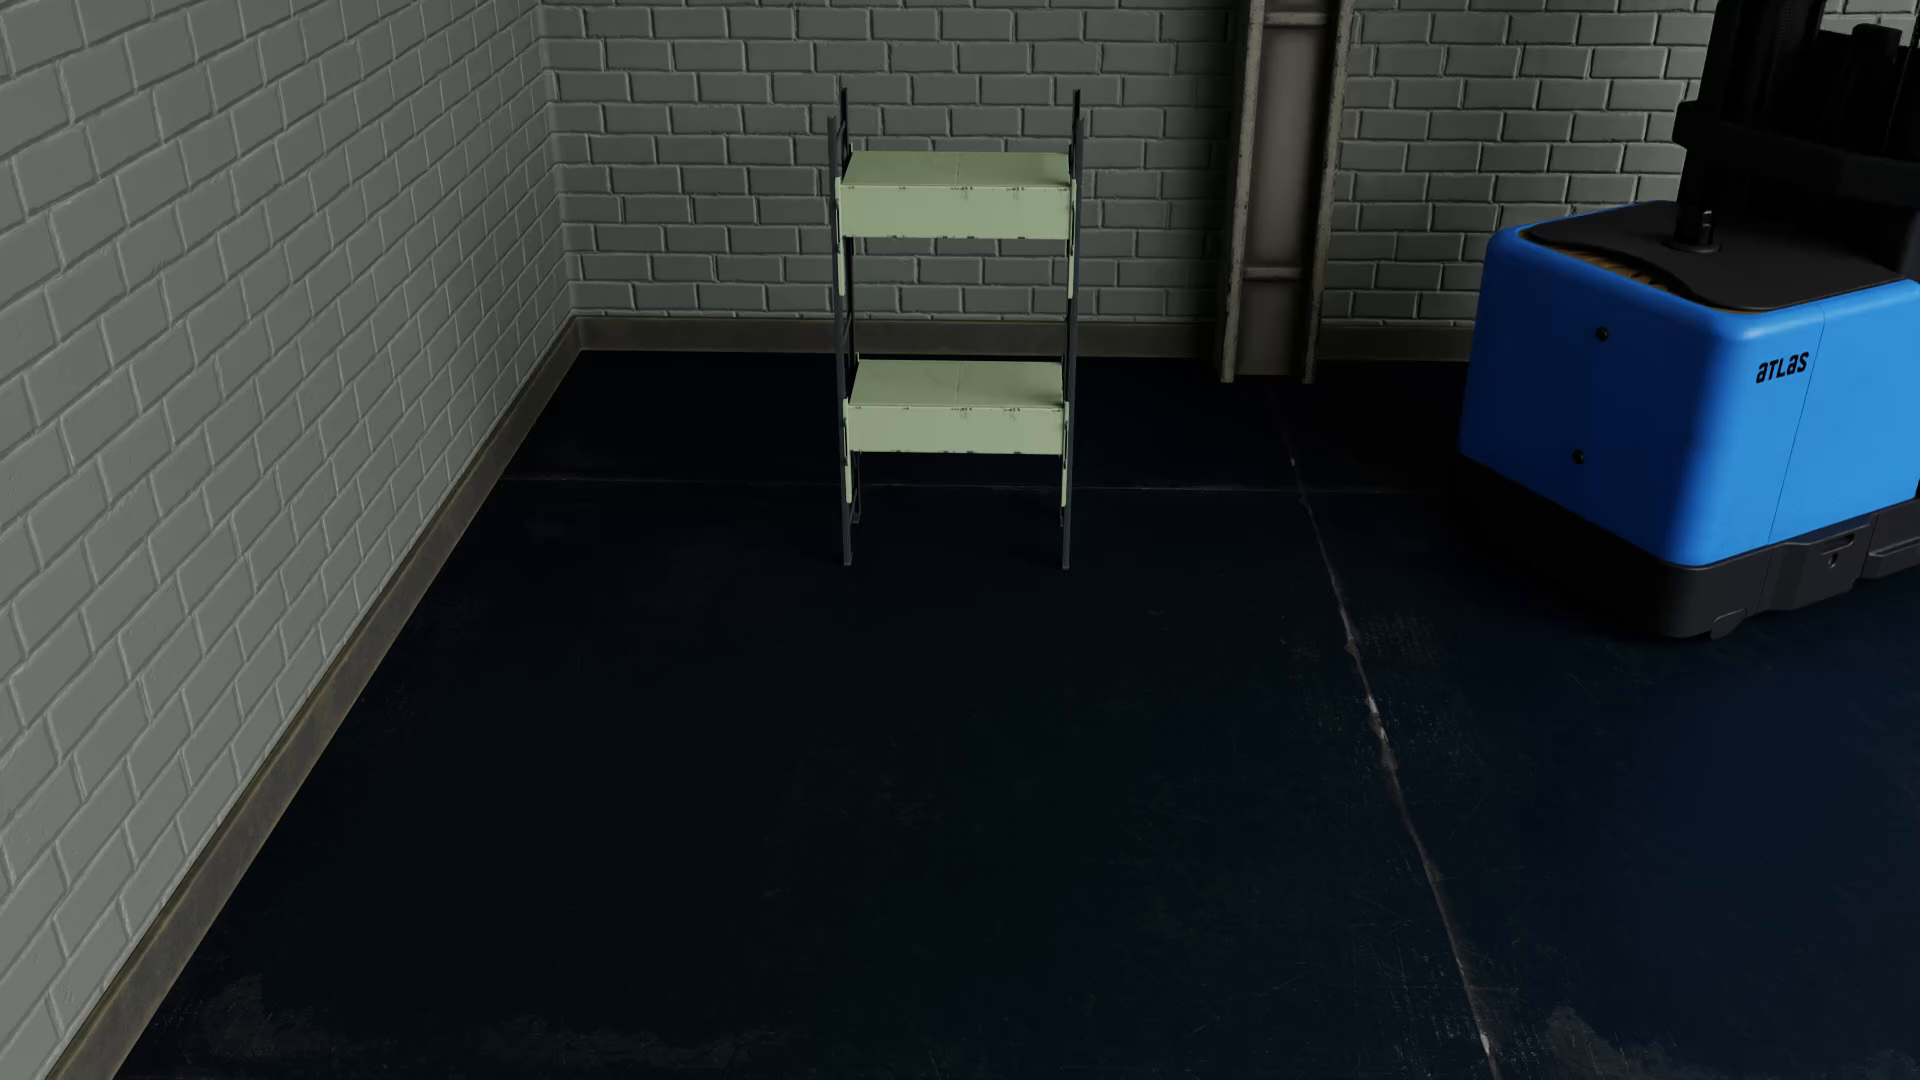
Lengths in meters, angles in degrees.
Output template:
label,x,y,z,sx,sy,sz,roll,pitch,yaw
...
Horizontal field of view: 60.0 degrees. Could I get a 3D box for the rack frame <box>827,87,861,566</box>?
label,x,y,z,sx,sy,sz,roll,pitch,yaw
rack frame,-0.372,-0.669,5.410,0.023,1.500,0.400,1,28,2

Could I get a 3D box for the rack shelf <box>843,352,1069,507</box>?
label,x,y,z,sx,sy,sz,roll,pitch,yaw
rack shelf,-0.007,-0.375,5.552,0.720,0.370,0.431,1,28,2

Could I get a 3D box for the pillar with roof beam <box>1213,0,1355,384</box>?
label,x,y,z,sx,sy,sz,roll,pitch,yaw
pillar with roof beam,1.145,-2.694,1.225,0.400,9.000,9.100,1,28,2

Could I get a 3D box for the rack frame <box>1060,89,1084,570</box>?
label,x,y,z,sx,sy,sz,roll,pitch,yaw
rack frame,0.359,-0.657,5.388,0.023,1.500,0.400,1,28,2

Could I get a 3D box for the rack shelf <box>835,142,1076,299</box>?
label,x,y,z,sx,sy,sz,roll,pitch,yaw
rack shelf,-0.007,-1.008,5.216,0.720,0.370,0.431,1,28,2

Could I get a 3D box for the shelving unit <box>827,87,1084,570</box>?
label,x,y,z,sx,sy,sz,roll,pitch,yaw
shelving unit,-0.007,-0.663,5.399,0.755,1.500,0.431,1,28,2

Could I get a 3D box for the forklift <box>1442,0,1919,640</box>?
label,x,y,z,sx,sy,sz,roll,pitch,yaw
forklift,3.225,-1.466,5.386,3.031,2.935,1.130,-14,31,-25
